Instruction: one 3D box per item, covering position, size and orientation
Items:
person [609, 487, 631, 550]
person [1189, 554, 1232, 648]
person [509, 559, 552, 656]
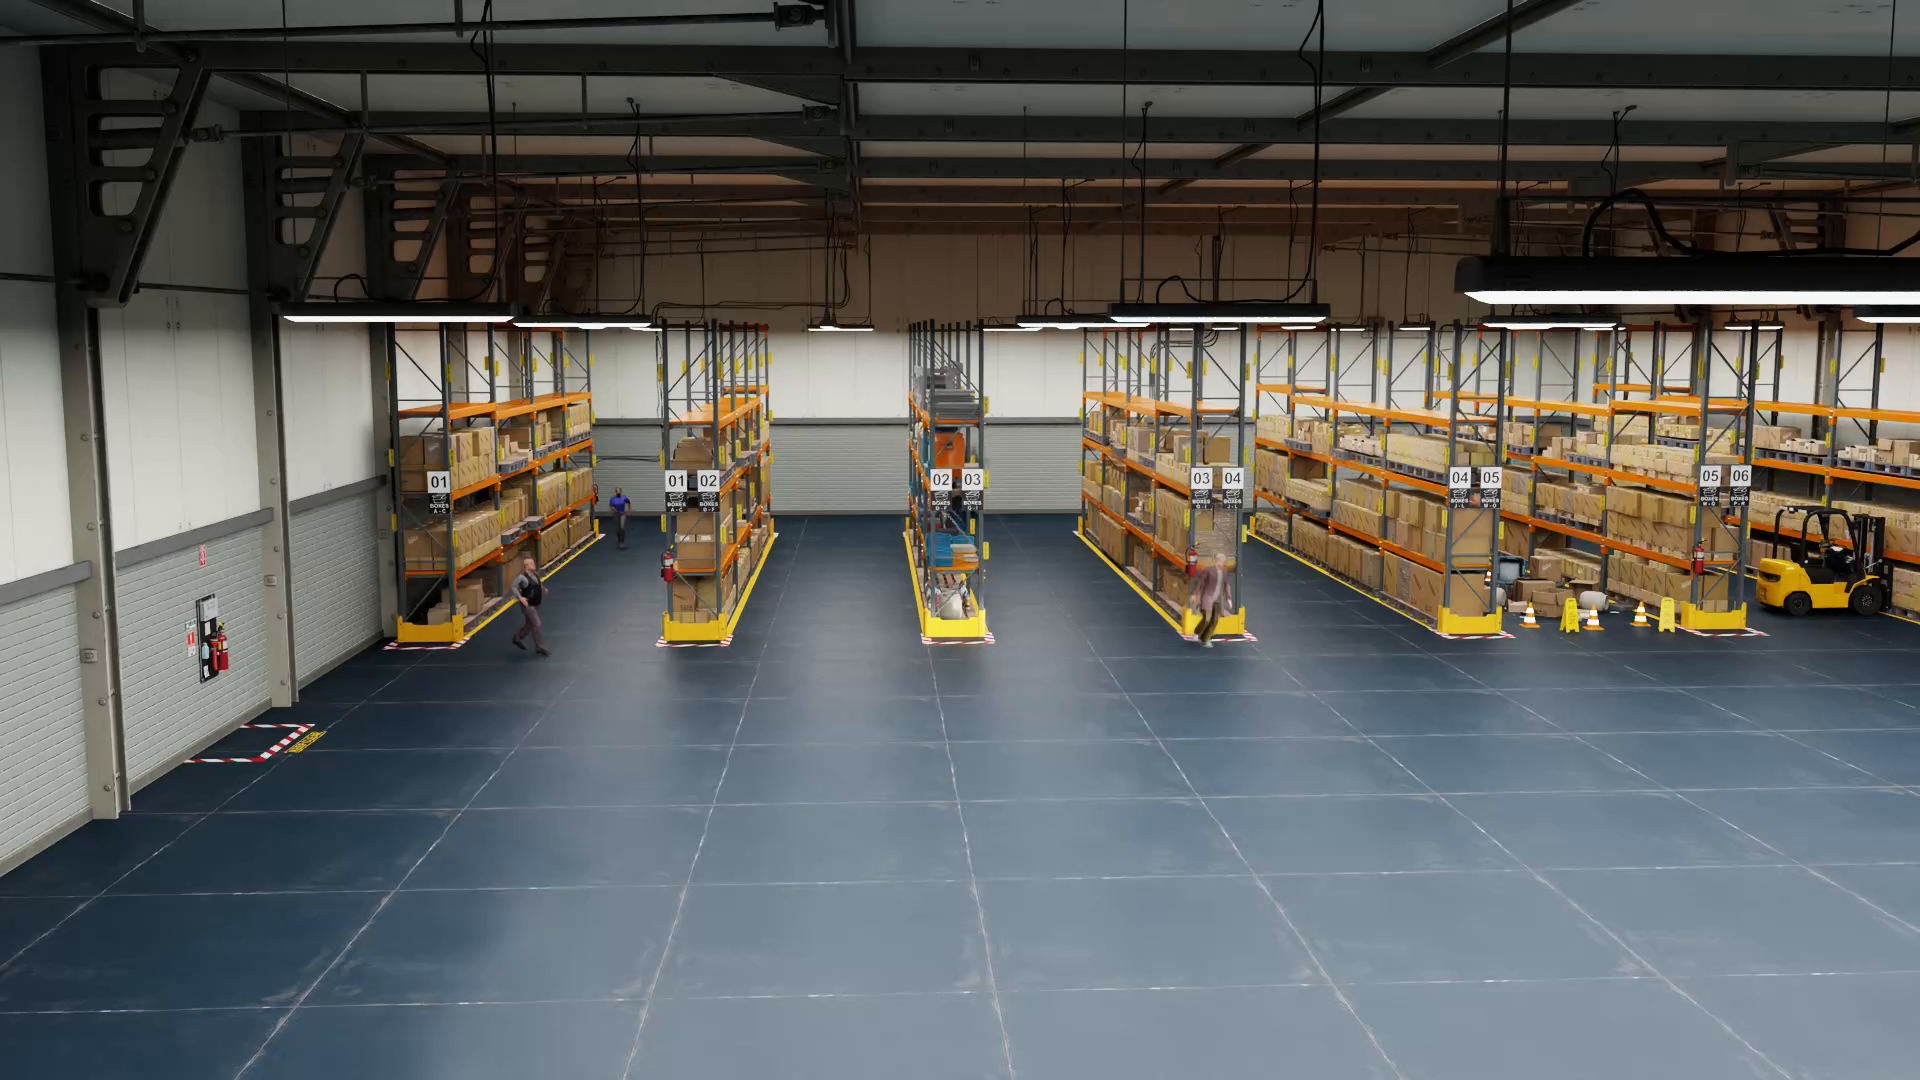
[{"bbox_3d":[-9.110,-0.579,44.523,0.525,1.682,0.809,0,7,0],"label":"person"},{"bbox_3d":[4.596,1.107,30.551,0.715,1.760,0.587,-5,8,-33],"label":"person"},{"bbox_3d":[-7.689,1.188,29.683,0.873,1.737,0.694,2,7,16],"label":"person"}]
